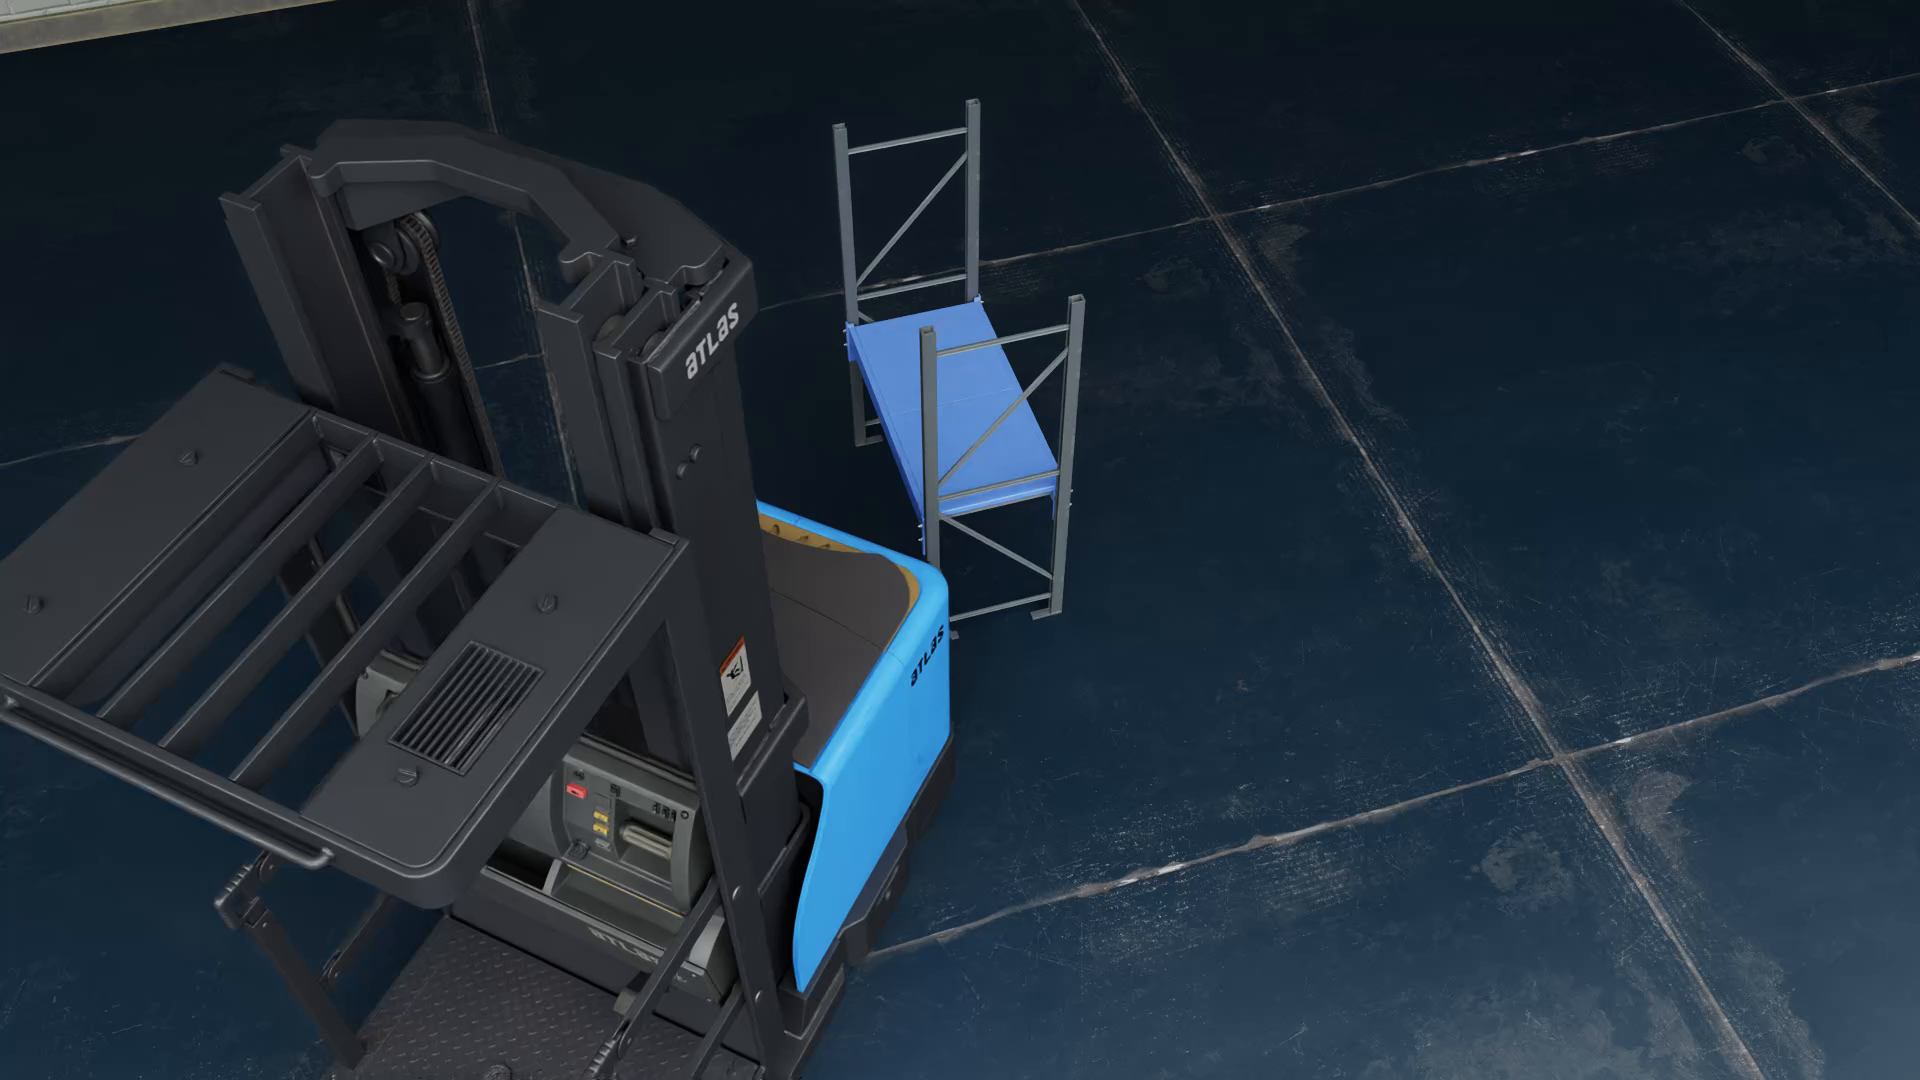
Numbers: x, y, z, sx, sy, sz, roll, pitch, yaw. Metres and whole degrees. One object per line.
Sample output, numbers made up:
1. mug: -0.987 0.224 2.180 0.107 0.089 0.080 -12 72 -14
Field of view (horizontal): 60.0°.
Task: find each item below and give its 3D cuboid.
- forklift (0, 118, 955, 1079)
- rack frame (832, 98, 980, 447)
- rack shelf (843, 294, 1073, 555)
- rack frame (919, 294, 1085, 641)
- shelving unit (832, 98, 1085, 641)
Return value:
1. forklift: -1.106 0.696 3.746 1.130 2.935 3.031 20 53 16
2. rack frame: -0.176 -0.917 6.042 0.500 1.500 0.032 -13 51 -11
3. rack shelf: -0.025 -0.430 5.867 0.538 0.185 1.000 -13 51 -11
4. rack frame: 0.125 -0.174 5.416 0.500 1.500 0.032 -13 51 -11
5. shelving unit: -0.025 -0.546 5.729 0.538 1.500 1.048 -13 51 -11
